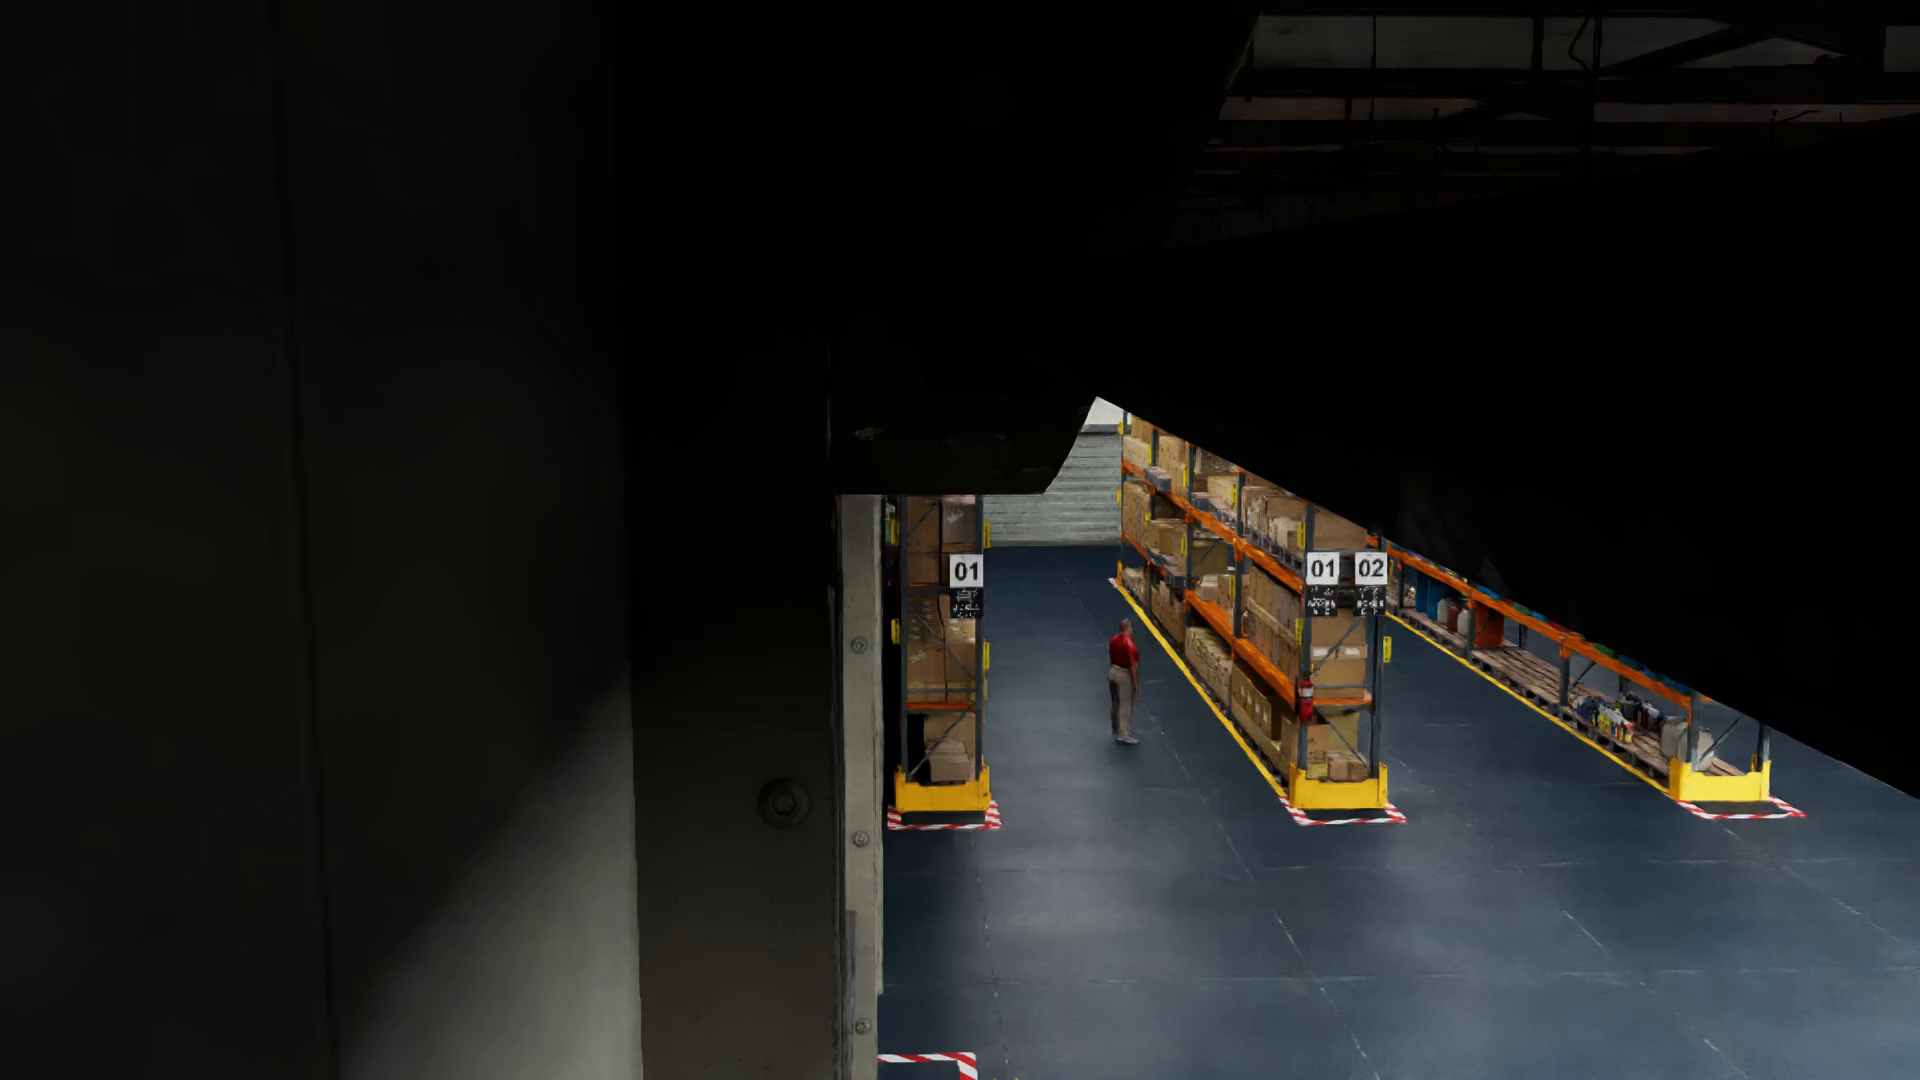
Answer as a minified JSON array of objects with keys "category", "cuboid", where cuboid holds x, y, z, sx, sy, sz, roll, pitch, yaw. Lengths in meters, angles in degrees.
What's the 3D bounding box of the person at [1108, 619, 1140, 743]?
[{"category":"person","cuboid":[2.371,1.977,23.711,0.474,1.739,0.628,-5,10,-32]}]
